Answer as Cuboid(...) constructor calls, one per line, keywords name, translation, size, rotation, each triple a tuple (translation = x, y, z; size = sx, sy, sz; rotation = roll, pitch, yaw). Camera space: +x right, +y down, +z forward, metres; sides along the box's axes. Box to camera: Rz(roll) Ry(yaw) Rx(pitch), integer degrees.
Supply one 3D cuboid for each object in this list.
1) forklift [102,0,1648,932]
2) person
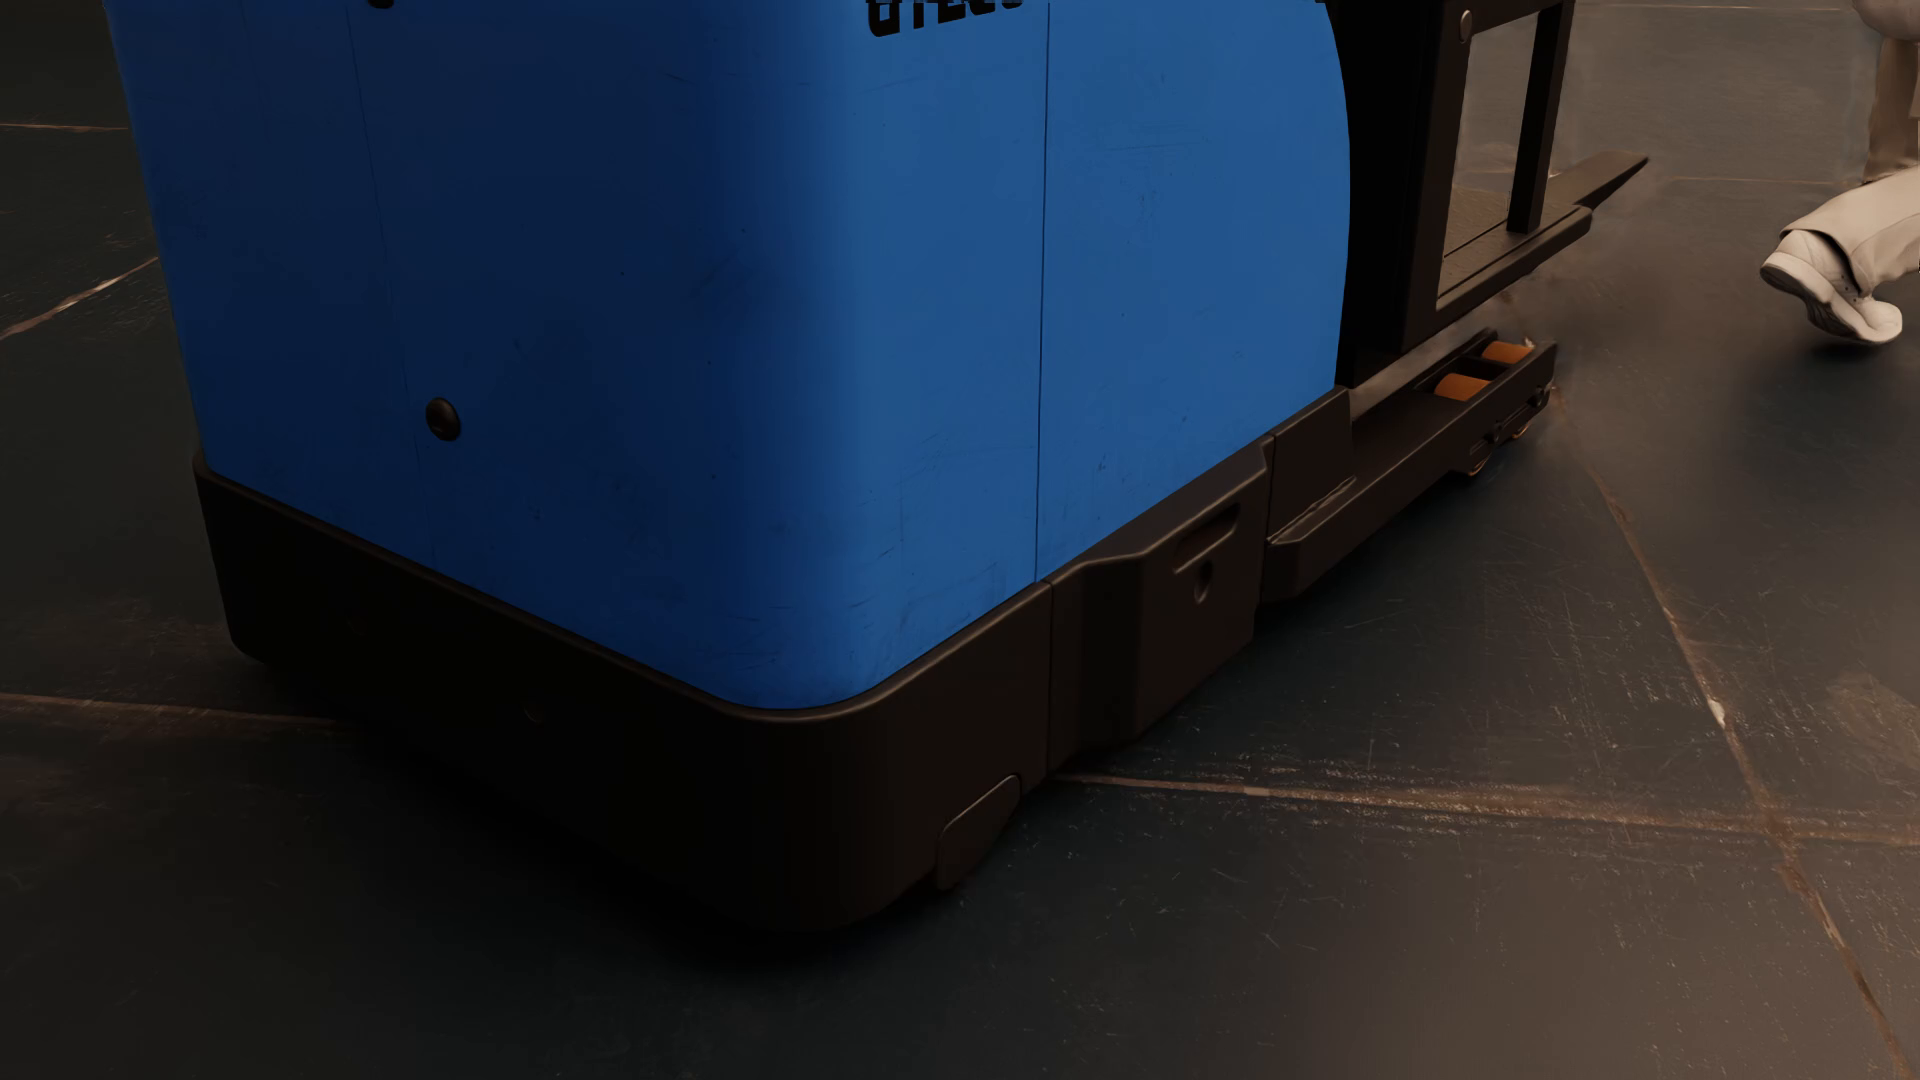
Cuboid(name="forklift", translation=(0.362, -1.533, 2.289), size=(1.130, 2.935, 3.031), rotation=(19, 32, 33))
Cuboid(name="person", translation=(1.656, -1.221, 3.257), size=(1.103, 1.500, 0.977), rotation=(16, 31, 29))
